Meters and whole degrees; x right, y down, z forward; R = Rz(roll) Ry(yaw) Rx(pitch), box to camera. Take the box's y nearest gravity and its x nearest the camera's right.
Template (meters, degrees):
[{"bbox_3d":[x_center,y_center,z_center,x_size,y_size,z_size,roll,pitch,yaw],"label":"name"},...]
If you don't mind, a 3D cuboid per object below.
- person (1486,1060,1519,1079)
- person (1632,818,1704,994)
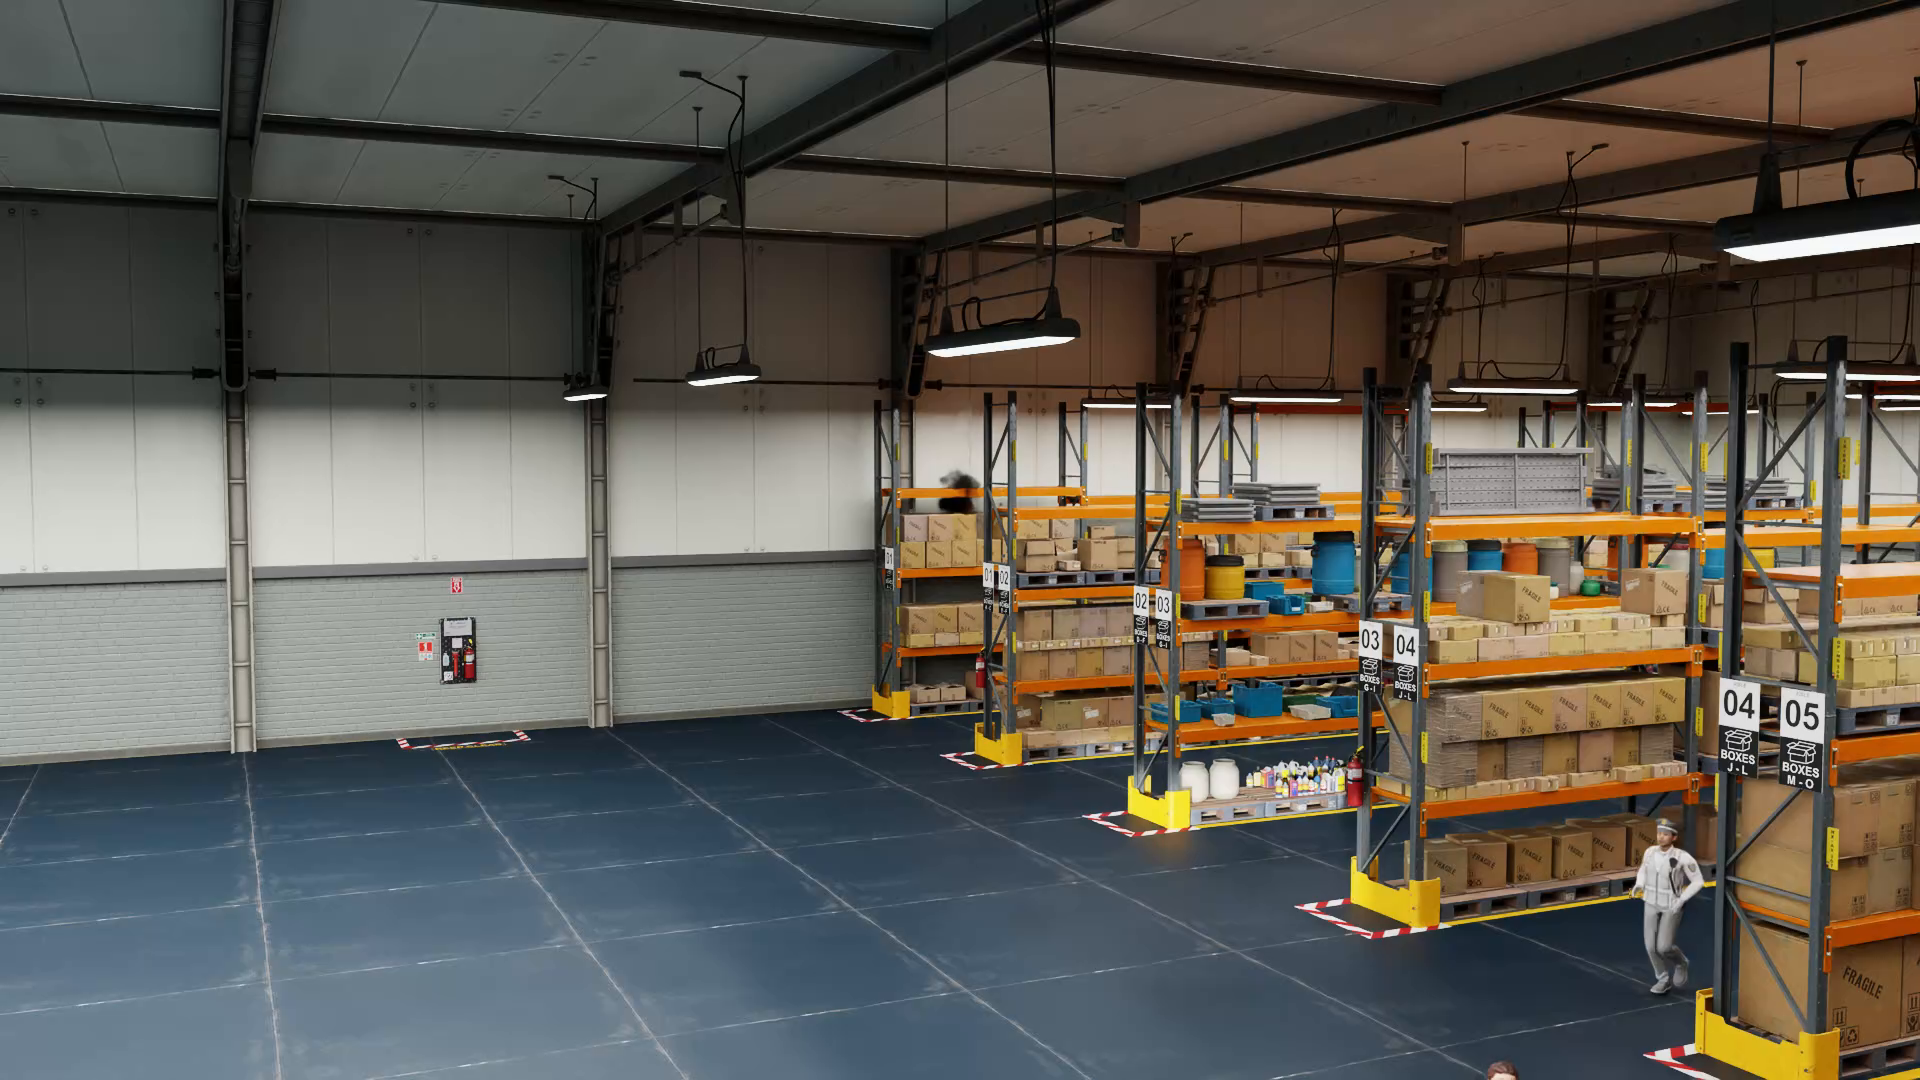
[{"bbox_3d":[3.116,3.782,9.546,0.599,1.696,0.823,1,3,17],"label":"person"},{"bbox_3d":[6.579,3.427,15.581,0.539,1.651,0.603,-3,4,-39],"label":"person"}]
